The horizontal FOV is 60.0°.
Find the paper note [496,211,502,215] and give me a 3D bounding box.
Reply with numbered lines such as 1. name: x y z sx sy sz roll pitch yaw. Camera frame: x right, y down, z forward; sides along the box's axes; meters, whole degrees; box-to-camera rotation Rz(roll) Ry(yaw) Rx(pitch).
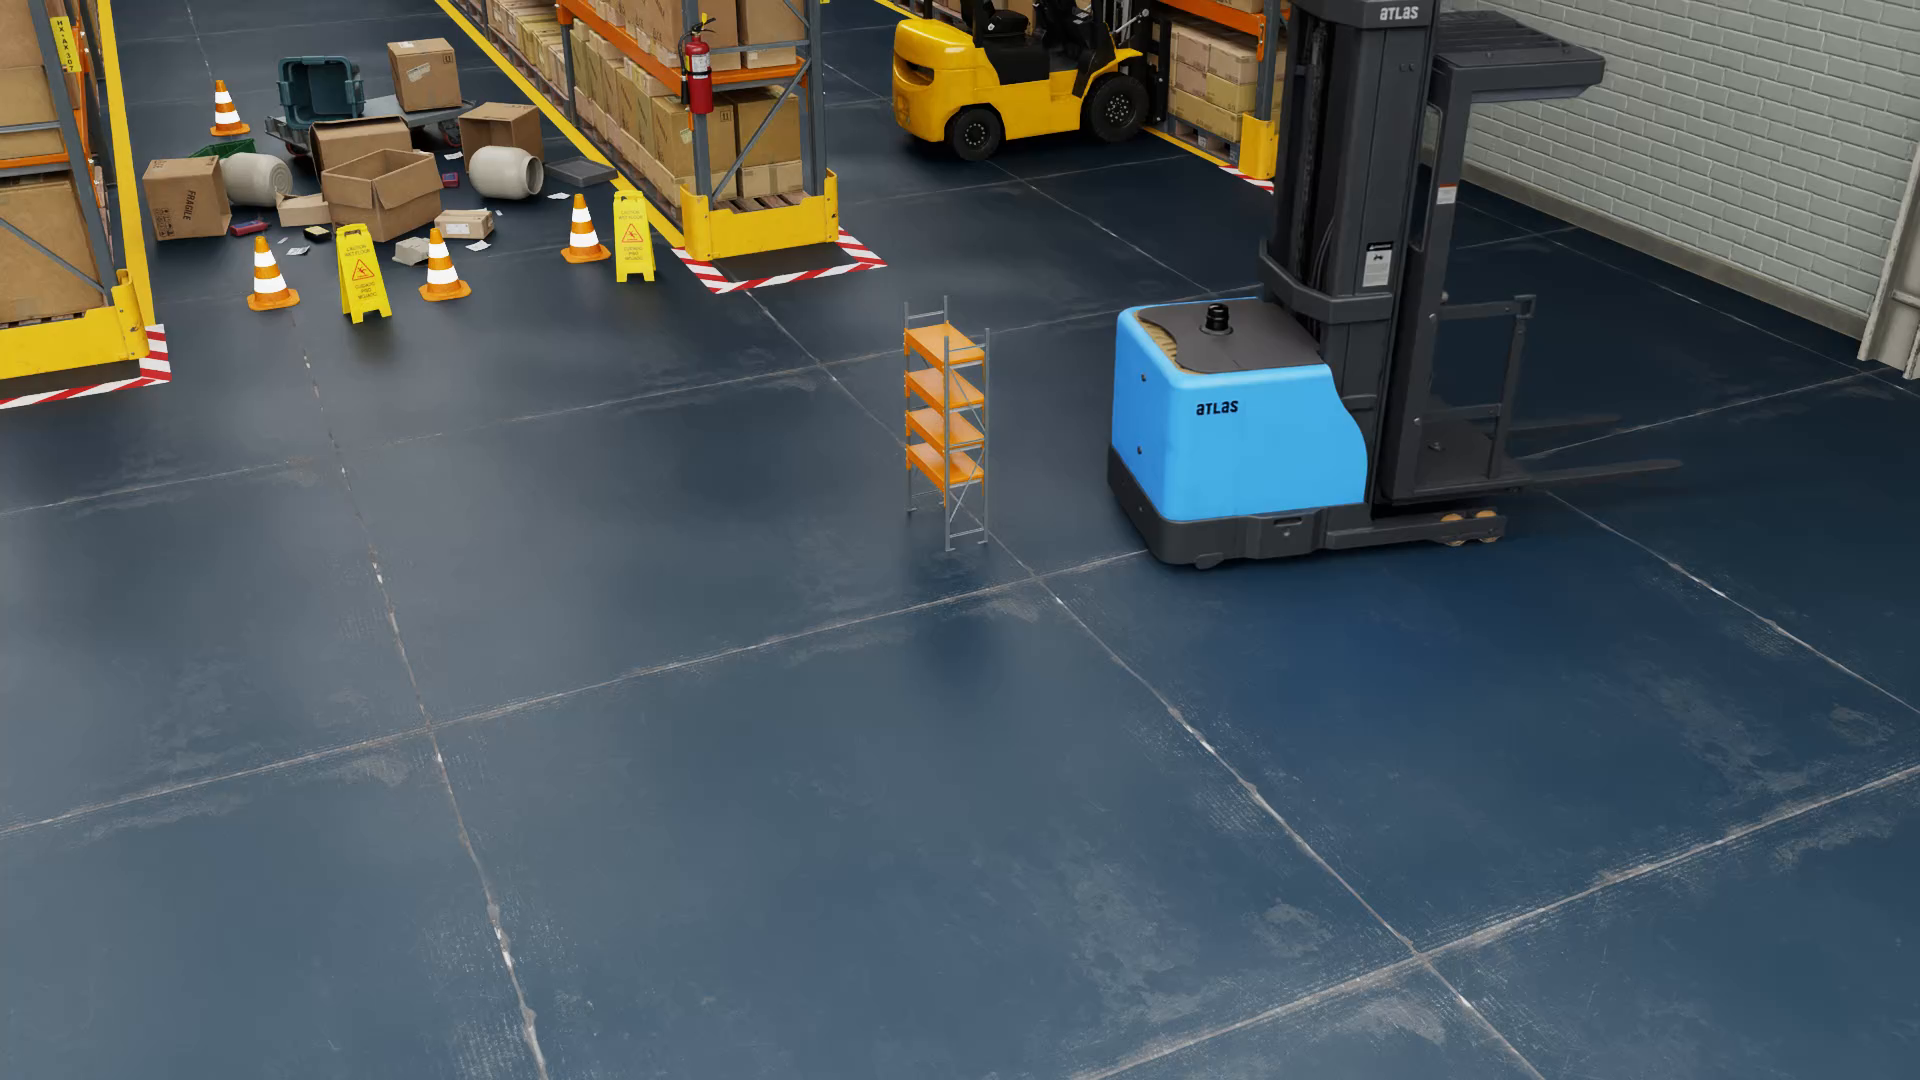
1. paper note: -3.734 -2.649 13.464 0.032 0.001 0.123 -13 32 -22

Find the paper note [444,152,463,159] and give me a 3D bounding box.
1. paper note: -4.517 -3.434 14.843 0.148 0.019 0.142 -13 32 -22

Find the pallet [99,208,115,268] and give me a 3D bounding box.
1. pallet: -6.848 -2.129 12.332 1.003 0.211 1.213 -13 32 -22

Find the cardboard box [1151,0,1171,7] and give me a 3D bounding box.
1. cardboard box: 2.099 -5.162 16.248 0.500 0.250 0.500 -13 32 -22

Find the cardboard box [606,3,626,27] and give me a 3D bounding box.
1. cardboard box: -2.684 -4.333 13.667 0.380 0.149 0.250 -13 32 -22

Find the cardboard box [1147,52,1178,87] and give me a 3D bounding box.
1. cardboard box: 2.057 -4.397 15.396 0.500 0.250 0.500 -14 32 -23

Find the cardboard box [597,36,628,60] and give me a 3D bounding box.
1. cardboard box: -2.855 -4.185 14.099 0.380 0.149 0.250 -11 31 -19

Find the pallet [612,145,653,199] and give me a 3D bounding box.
1. pallet: -2.356 -3.277 14.377 1.003 0.211 1.213 -13 32 -22

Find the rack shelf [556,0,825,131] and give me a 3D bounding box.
1. rack shelf: -2.345 -4.124 13.774 1.077 0.370 4.000 -13 32 -22

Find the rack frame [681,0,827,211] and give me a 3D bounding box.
1. rack frame: -1.487 -3.555 12.022 1.000 3.000 0.127 -13 32 -22

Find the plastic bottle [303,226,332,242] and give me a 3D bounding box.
1. plastic bottle: -5.020 -2.390 12.950 0.283 0.061 0.133 26 38 38

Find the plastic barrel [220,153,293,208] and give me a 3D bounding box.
1. plastic barrel: -5.759 -2.935 13.551 0.512 0.421 0.421 7 30 13

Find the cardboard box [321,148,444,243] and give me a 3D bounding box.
1. cardboard box: -4.527 -2.710 13.069 0.637 0.503 0.797 13 32 21

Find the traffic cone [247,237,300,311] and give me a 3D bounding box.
1. traffic cone: -4.860 -1.897 11.660 0.336 0.463 0.334 -13 32 -22

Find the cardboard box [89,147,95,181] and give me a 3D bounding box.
1. cardboard box: -7.425 -3.202 13.136 0.875 0.875 0.875 -13 32 -21

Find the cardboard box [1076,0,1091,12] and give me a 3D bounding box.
1. cardboard box: 1.412 -5.278 16.455 0.500 0.250 0.500 -13 32 -22

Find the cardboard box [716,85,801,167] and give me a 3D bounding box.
1. cardboard box: -1.594 -3.290 13.166 0.500 0.500 0.500 -14 32 -24

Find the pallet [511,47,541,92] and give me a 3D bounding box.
1. pallet: -4.067 -4.989 17.431 1.003 0.211 1.213 -13 32 -22

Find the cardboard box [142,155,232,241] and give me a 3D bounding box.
1. cardboard box: -6.038 -2.678 13.013 0.500 0.500 0.500 -8 30 -13

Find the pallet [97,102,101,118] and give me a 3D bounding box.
1. pallet: -8.558 -3.886 15.464 1.003 0.211 1.213 -13 32 -22

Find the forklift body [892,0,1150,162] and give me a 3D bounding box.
1. forklift body: 0.533 -4.683 14.902 2.313 2.155 1.214 -13 32 -22

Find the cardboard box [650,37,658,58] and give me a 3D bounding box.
1. cardboard box: -2.140 -3.772 12.666 0.380 0.149 0.250 -14 32 -23

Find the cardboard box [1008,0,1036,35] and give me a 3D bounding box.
1. cardboard box: 1.043 -5.741 17.920 0.875 0.625 0.625 -12 31 -20

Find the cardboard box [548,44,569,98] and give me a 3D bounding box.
1. cardboard box: -3.431 -4.590 16.126 0.950 0.372 0.625 -13 32 -21

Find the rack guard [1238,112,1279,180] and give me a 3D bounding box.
1. rack guard: 3.005 -3.498 14.477 1.175 0.500 0.348 -13 32 -22

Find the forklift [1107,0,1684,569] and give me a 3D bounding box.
1. forklift: 2.383 -1.491 8.413 3.031 2.935 1.130 -6 30 -11

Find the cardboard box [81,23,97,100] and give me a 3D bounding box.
1. cardboard box: -8.790 -4.533 15.638 1.050 0.750 0.750 -13 32 -21

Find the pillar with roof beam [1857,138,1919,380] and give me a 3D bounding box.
1. pillar with roof beam: 2.197 -4.158 6.964 9.100 9.000 0.400 -13 32 -22

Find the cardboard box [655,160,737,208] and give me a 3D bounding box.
1. cardboard box: -2.087 -2.850 13.147 0.500 0.250 0.500 -13 32 -22

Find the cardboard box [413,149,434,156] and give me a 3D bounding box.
1. cardboard box: -4.793 -3.319 14.397 0.396 0.266 0.258 13 32 21

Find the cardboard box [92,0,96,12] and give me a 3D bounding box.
1. cardboard box: -10.301 -6.364 19.158 0.500 0.500 0.500 -14 32 -23

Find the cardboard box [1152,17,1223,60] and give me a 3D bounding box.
1. cardboard box: 2.065 -4.602 15.249 0.500 0.250 0.500 -13 32 -21

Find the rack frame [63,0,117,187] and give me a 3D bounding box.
1. rack frame: -7.631 -4.238 13.240 1.000 3.000 0.127 -13 32 -22

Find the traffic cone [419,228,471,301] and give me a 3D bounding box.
1. traffic cone: -3.693 -1.984 11.815 0.336 0.463 0.334 -13 32 -22

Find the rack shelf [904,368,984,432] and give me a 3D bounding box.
1. rack shelf: -0.071 -0.733 8.510 0.258 0.148 0.480 -13 32 -22

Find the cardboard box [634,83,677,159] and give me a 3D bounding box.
1. cardboard box: -2.293 -3.395 13.352 0.500 0.500 0.500 -12 31 -20

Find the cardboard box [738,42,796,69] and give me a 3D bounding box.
1. cardboard box: -1.446 -3.639 12.429 0.380 0.149 0.250 -13 32 -22

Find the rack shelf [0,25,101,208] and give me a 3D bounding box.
1. rack shelf: -6.773 -3.040 11.841 1.077 0.370 4.000 -13 32 -22

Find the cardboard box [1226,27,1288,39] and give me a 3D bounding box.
1. cardboard box: 2.741 -4.491 15.051 0.500 0.250 0.500 -13 32 -22

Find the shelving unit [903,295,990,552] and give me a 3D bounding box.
1. shelving unit: -0.071 -0.596 8.587 0.258 1.200 0.503 -13 32 -22

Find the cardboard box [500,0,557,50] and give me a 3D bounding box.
1. cardboard box: -4.364 -5.550 17.837 0.950 0.372 0.625 -14 32 -23

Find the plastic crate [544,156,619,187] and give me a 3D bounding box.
1. plastic crate: -3.271 -3.183 14.344 0.583 0.080 0.402 26 38 38

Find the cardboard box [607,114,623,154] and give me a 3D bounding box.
1. cardboard box: -2.725 -3.521 14.344 0.500 0.250 0.500 -14 32 -23

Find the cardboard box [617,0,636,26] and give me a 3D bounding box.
1. cardboard box: -2.391 -4.354 13.041 0.500 0.500 0.500 -13 32 -22

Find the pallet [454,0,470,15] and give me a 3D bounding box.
1. pallet: -5.712 -6.775 20.616 1.003 0.211 1.213 -13 32 -22

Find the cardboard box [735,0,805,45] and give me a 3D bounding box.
1. cardboard box: -1.440 -3.996 12.402 0.500 0.500 0.500 -14 32 -23

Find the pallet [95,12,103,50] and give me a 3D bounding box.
1. pallet: -10.203 -5.672 18.649 1.003 0.211 1.213 -13 32 -22

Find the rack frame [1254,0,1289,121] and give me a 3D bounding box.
1. rack frame: 2.995 -4.599 13.884 1.000 3.000 0.127 -13 32 -22

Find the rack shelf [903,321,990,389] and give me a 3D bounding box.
1. rack shelf: -0.071 -0.939 8.395 0.258 0.148 0.480 -13 32 -22

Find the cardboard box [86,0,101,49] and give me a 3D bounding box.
1. cardboard box: -9.422 -5.464 17.553 0.500 0.500 0.500 -15 32 -24

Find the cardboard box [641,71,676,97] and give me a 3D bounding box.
1. cardboard box: -2.285 -3.596 13.048 0.380 0.149 0.250 -12 31 -21

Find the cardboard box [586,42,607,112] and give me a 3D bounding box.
1. cardboard box: -2.954 -4.081 14.577 0.500 0.500 0.500 -12 31 -20

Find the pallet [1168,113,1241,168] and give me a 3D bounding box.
1. pallet: 2.628 -3.711 15.153 1.003 0.211 1.213 -13 32 -22

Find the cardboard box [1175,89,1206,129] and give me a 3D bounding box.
1. cardboard box: 2.303 -3.945 15.101 0.500 0.250 0.500 -13 32 -22

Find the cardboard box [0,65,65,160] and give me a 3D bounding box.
1. cardboard box: -6.114 -2.691 10.328 0.875 0.550 0.550 -13 32 -22

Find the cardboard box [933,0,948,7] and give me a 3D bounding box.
1. cardboard box: 0.103 -6.715 19.656 0.875 0.625 0.625 -12 31 -20
